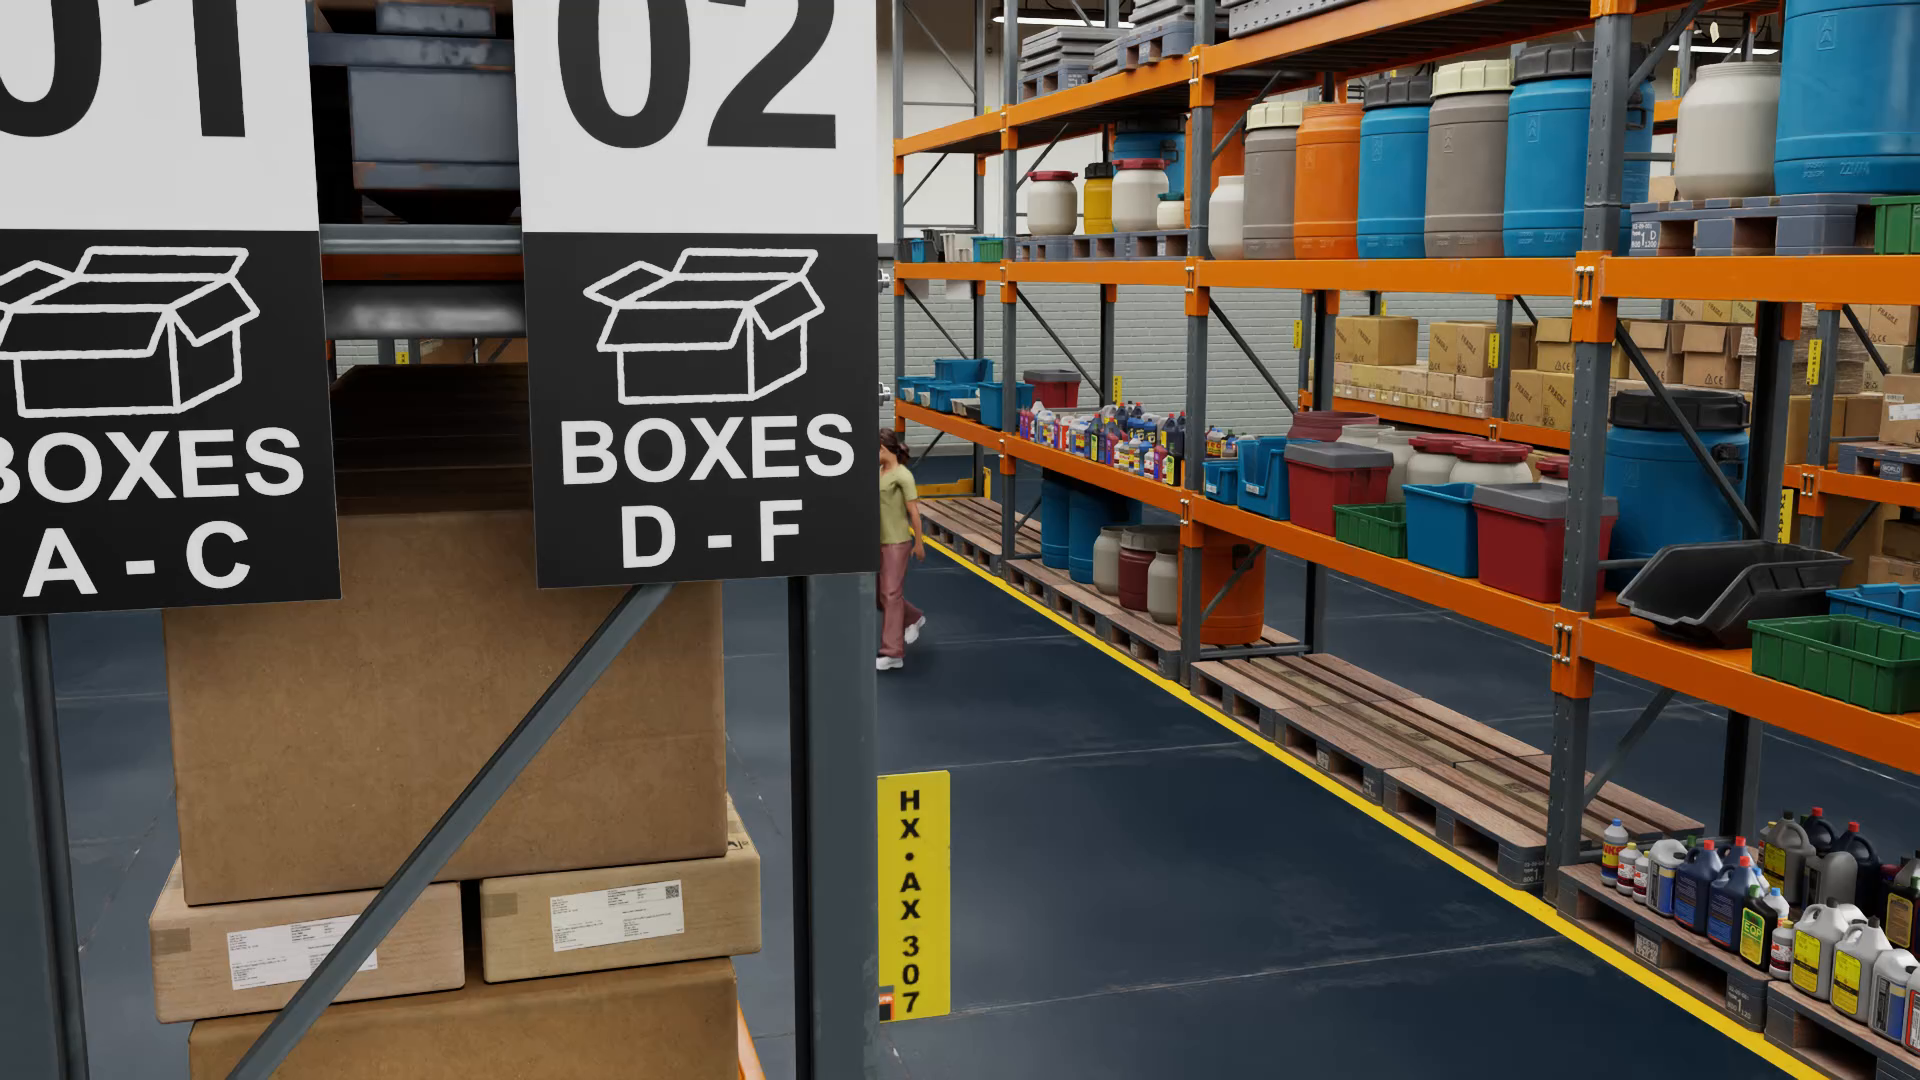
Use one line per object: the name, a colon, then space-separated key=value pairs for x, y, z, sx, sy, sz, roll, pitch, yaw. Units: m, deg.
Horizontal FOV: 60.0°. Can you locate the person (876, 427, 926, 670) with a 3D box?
person: x=-0.460 y=0.033 z=11.694 sx=0.739 sy=1.649 sz=0.504 roll=-7 pitch=12 yaw=-36
